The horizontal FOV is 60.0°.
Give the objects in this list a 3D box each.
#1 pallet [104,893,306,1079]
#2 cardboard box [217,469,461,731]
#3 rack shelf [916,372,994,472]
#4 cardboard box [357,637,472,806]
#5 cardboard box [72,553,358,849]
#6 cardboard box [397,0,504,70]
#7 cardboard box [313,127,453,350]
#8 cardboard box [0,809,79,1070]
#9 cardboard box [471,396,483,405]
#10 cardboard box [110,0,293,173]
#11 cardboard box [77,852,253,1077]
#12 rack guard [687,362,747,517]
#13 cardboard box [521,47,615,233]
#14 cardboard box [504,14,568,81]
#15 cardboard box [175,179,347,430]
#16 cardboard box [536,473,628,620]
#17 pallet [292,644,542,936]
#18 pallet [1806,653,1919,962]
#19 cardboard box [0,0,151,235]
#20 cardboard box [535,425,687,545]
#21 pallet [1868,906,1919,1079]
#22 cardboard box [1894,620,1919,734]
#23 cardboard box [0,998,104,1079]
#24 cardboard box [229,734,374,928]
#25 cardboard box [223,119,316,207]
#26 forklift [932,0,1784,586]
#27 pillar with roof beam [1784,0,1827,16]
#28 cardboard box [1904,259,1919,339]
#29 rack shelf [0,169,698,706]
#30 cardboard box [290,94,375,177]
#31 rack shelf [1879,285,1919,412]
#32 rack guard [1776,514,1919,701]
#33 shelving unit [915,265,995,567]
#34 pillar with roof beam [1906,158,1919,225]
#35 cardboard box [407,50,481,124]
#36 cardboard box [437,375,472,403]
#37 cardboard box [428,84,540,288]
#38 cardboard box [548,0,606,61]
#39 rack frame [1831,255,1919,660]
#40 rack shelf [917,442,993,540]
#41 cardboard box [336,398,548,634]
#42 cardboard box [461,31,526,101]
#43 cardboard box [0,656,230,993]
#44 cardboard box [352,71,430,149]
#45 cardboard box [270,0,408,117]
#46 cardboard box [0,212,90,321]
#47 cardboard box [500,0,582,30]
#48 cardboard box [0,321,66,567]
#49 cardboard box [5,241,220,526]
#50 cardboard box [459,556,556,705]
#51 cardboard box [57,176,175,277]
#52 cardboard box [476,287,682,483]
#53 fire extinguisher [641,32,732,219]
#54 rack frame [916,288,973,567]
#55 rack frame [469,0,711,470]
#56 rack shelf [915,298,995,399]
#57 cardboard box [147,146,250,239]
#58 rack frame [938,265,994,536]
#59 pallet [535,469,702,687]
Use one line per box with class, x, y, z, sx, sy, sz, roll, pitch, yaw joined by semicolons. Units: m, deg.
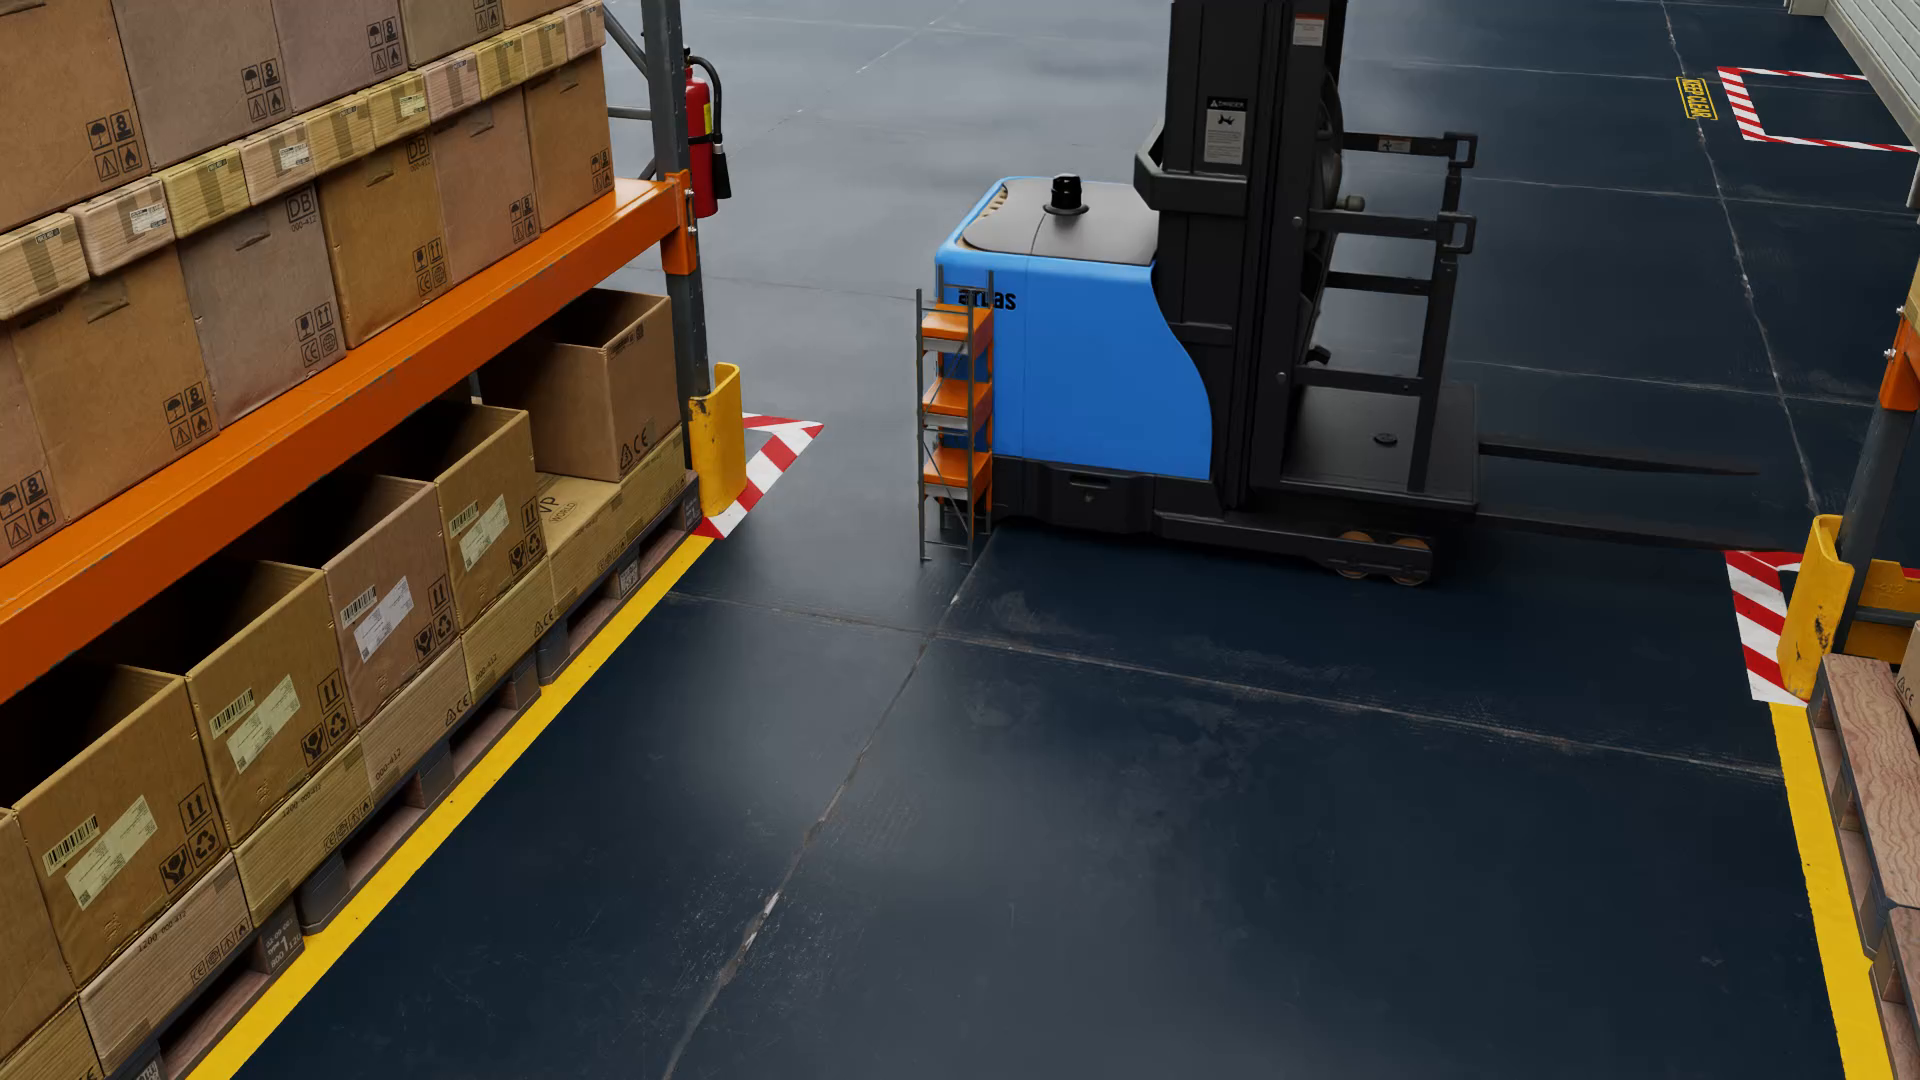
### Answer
pallet;-2.350;1.172;3.926;1.003;0.211;1.213;8;30;15
cardboard box;-1.750;0.139;4.539;0.500;0.500;0.500;8;30;15
rack shelf;-0.016;-0.425;5.955;0.215;0.259;0.240;8;30;15
cardboard box;-1.753;0.467;4.722;0.500;0.250;0.500;8;30;15
cardboard box;-1.895;0.372;4.121;0.500;0.500;0.500;8;30;15
cardboard box;-1.764;-1.667;4.725;0.700;0.500;0.500;8;30;14
cardboard box;-1.900;-0.896;4.672;0.700;0.500;0.500;9;30;15
cardboard box;-2.188;0.837;3.285;0.500;0.500;0.500;8;30;15
cardboard box;-1.820;-0.306;6.111;0.500;0.250;0.500;8;30;15
cardboard box;-2.058;-1.200;3.885;0.700;0.500;0.500;9;30;15
cardboard box;-2.046;0.931;3.887;0.500;0.250;0.500;8;30;15
rack guard;-1.443;-0.461;6.564;1.175;0.500;0.348;8;30;15
cardboard box;-1.599;-1.370;5.525;0.700;0.500;0.500;9;30;15
cardboard box;-1.455;-1.542;5.167;0.380;0.149;0.250;9;30;16
cardboard box;-2.051;-0.650;4.231;0.700;0.500;0.500;9;30;16
cardboard box;-1.460;0.002;5.558;0.500;0.250;0.500;8;30;15
pallet;-1.994;0.603;4.948;1.003;0.211;1.213;8;30;15
pallet;2.992;0.790;4.613;1.003;0.211;1.213;8;30;15
cardboard box;-2.205;-0.968;3.468;0.700;0.500;0.500;8;30;15
cardboard box;-1.325;-0.232;5.978;0.500;0.250;0.500;8;30;15
pallet;2.632;1.355;3.597;1.003;0.211;1.213;8;30;15
cardboard box;2.998;0.455;4.660;0.500;0.311;0.500;5;30;9
cardboard box;-2.198;1.163;3.470;0.500;0.250;0.500;8;30;15
cardboard box;-1.894;0.700;4.303;0.500;0.250;0.500;8;30;15
cardboard box;-1.833;-0.943;4.089;0.380;0.149;0.250;8;30;14
forklift;1.470;-1.405;5.761;3.031;2.935;1.130;8;30;13
pillar with roof beam;3.315;-9.200;13.532;9.100;9.000;0.400;8;30;15
cardboard box;2.840;-0.598;4.374;0.500;0.250;0.500;8;30;13
rack shelf;-2.037;-0.298;4.440;1.077;0.370;4.000;8;30;15
cardboard box;-1.758;-1.062;4.304;0.380;0.149;0.250;9;30;16
rack shelf;2.700;0.407;3.172;1.077;0.370;4.000;8;30;15
rack guard;3.265;0.291;5.213;1.175;0.500;0.348;8;30;15
shelving unit;-0.016;-0.434;5.950;0.215;1.050;0.252;8;30;15
pillar with roof beam;1.554;-6.412;8.520;9.100;9.000;0.400;8;30;15
cardboard box;-1.606;-1.307;4.744;0.380;0.149;0.250;9;30;16
cardboard box;-1.965;-0.401;5.511;0.500;0.500;0.500;8;30;15
cardboard box;-1.748;-1.126;5.085;0.700;0.500;0.500;9;30;16
cardboard box;-1.380;-1.664;5.386;0.380;0.149;0.250;8;30;14
rack frame;3.287;-0.837;4.668;1.000;3.000;0.127;8;30;15
rack shelf;-0.016;-0.182;6.090;0.215;0.259;0.240;8;30;15
cardboard box;-1.602;-0.093;4.956;0.500;0.500;0.500;8;30;15
cardboard box;-1.530;-1.423;4.953;0.380;0.149;0.250;8;30;14
cardboard box;-2.049;0.603;3.705;0.500;0.500;0.500;8;30;15
cardboard box;-1.683;-1.185;4.524;0.380;0.149;0.250;9;30;16
cardboard box;-1.911;-1.433;4.303;0.700;0.500;0.500;9;30;15
cardboard box;-2.061;-0.582;3.441;0.380;0.149;0.250;7;30;13
cardboard box;-1.614;-1.913;5.165;0.700;0.500;0.500;9;30;15
cardboard box;-2.351;-0.180;3.385;0.700;0.500;0.500;8;30;14
cardboard box;-2.200;-0.412;3.803;0.700;0.500;0.500;9;30;16
cardboard box;-1.605;0.234;5.140;0.500;0.250;0.500;8;30;15
cardboard box;-1.985;-0.707;3.665;0.380;0.149;0.250;8;30;13
cardboard box;-1.323;-0.560;5.796;0.500;0.500;0.500;8;30;15
fire extinguisher;-0.971;-1.497;5.934;0.296;0.674;0.183;8;30;15
rack frame;-0.052;-0.377;5.848;0.200;1.050;0.008;8;30;15
rack frame;-1.450;-1.542;5.936;1.000;3.000;0.127;8;30;15
rack shelf;-0.016;-0.673;5.817;0.215;0.259;0.240;8;30;15
cardboard box;-1.908;-0.828;3.882;0.380;0.149;0.250;8;30;14
rack frame;0.020;-0.491;6.052;0.200;1.050;0.008;8;30;15
pallet;-1.634;0.038;5.964;1.003;0.211;1.213;8;30;15
